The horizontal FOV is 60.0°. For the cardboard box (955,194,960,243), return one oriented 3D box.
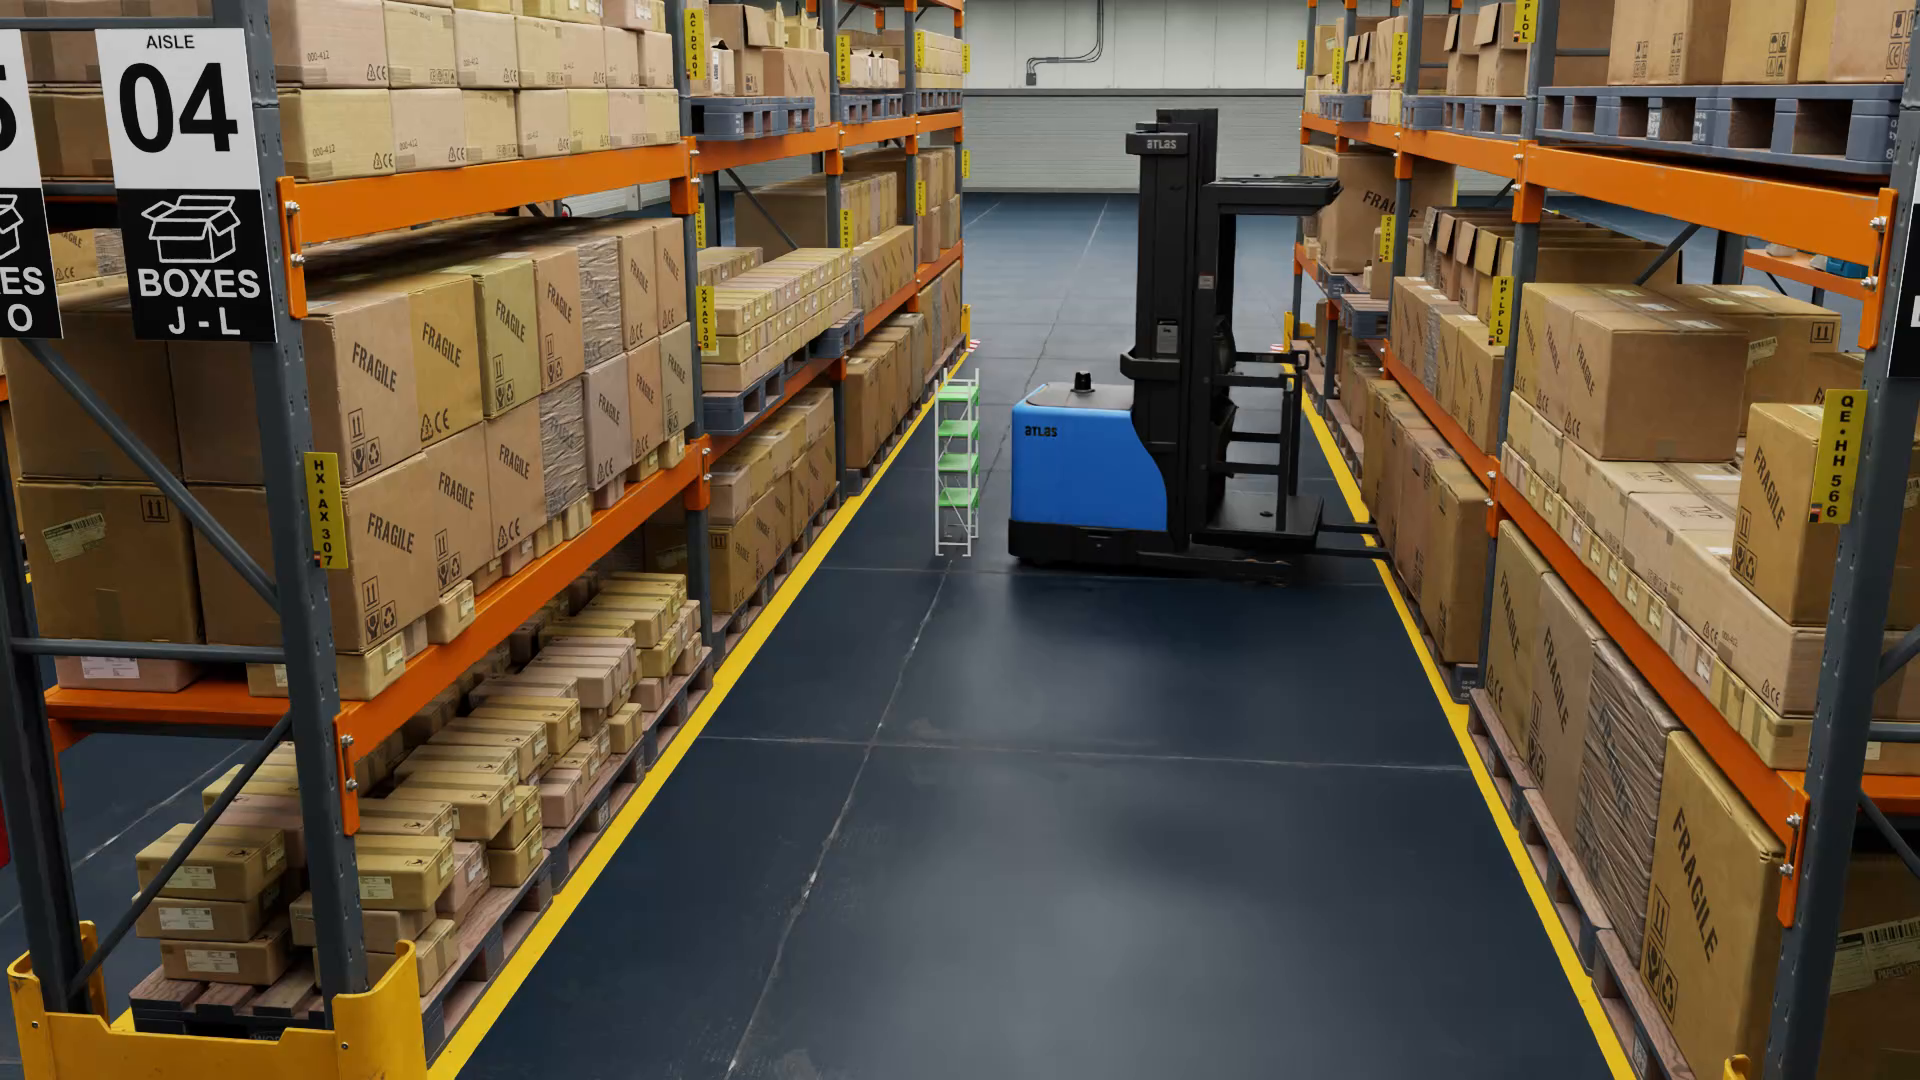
[{"bbox_3d":[-0.469,-3.802,19.688,0.875,0.550,0.550,2,15,6],"label":"cardboard box"}]

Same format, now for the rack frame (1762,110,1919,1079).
[{"bbox_3d":[2.640,0.495,4.084,1.000,3.000,0.127,2,15,6],"label":"rack frame"}]

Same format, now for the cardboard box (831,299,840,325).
[{"bbox_3d":[-1.032,-1.561,11.365,0.380,0.149,0.250,2,15,7],"label":"cardboard box"}]

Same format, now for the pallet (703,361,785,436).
[{"bbox_3d":[-1.595,-0.816,9.300,1.003,0.211,1.213,2,15,6],"label":"pallet"}]

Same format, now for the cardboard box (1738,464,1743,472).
[{"bbox_3d":[3.128,-0.093,5.978,0.500,0.250,0.500,1,15,5],"label":"cardboard box"}]

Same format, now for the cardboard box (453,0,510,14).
[{"bbox_3d":[-1.788,-1.896,5.747,0.380,0.149,0.250,2,15,8],"label":"cardboard box"}]

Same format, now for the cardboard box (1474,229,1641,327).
[{"bbox_3d":[3.244,-1.418,9.048,0.797,0.503,0.637,2,15,7],"label":"cardboard box"}]

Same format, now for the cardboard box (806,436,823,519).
[{"bbox_3d":[-1.251,-0.435,11.509,0.500,0.500,0.500,2,15,9],"label":"cardboard box"}]

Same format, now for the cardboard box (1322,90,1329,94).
[{"bbox_3d":[3.907,-4.386,16.677,0.500,0.250,0.500,2,15,6],"label":"cardboard box"}]

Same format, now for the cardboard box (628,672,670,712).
[{"bbox_3d":[-1.610,0.706,7.962,0.380,0.149,0.250,1,15,4],"label":"cardboard box"}]

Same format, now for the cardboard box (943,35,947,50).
[{"bbox_3d":[-0.345,-5.297,17.714,0.380,0.149,0.250,2,15,7],"label":"cardboard box"}]

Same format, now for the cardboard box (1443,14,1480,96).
[{"bbox_3d":[3.545,-3.120,10.705,0.797,0.503,0.637,3,15,10],"label":"cardboard box"}]

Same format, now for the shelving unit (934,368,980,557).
[{"bbox_3d":[-0.019,-0.536,11.347,0.258,1.200,0.503,2,15,6],"label":"shelving unit"}]

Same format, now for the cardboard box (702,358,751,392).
[{"bbox_3d":[-1.324,-0.885,8.864,0.380,0.149,0.250,1,15,4],"label":"cardboard box"}]

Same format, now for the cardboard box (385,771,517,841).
[{"bbox_3d":[-1.813,0.947,5.932,0.380,0.149,0.250,2,15,6],"label":"cardboard box"}]

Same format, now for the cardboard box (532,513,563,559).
[{"bbox_3d":[-1.790,-0.036,6.531,0.380,0.149,0.250,2,15,8],"label":"cardboard box"}]

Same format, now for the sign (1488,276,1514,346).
[{"bbox_3d":[2.551,-1.076,7.830,0.100,0.325,0.005,2,15,6],"label":"sign"}]

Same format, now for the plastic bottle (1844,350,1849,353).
[{"bbox_3d":[8.759,-1.714,16.486,0.144,0.351,0.185,2,15,6],"label":"plastic bottle"}]

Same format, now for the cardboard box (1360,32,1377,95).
[{"bbox_3d":[3.737,-3.954,13.791,0.797,0.503,0.637,2,15,9],"label":"cardboard box"}]

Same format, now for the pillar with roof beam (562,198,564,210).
[{"bbox_3d":[-4.999,-11.375,36.491,9.100,9.000,0.400,2,15,6],"label":"pillar with roof beam"}]

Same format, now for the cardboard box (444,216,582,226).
[{"bbox_3d":[-2.119,-1.279,7.969,0.500,0.500,0.500,2,15,8],"label":"cardboard box"}]

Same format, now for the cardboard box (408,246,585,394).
[{"bbox_3d":[-1.777,-0.858,6.411,0.500,0.500,0.500,1,15,4],"label":"cardboard box"}]

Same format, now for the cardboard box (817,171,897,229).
[{"bbox_3d":[-0.973,-3.191,15.611,0.700,0.500,0.500,1,15,5],"label":"cardboard box"}]

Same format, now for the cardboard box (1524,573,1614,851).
[{"bbox_3d":[2.836,0.683,6.656,0.875,0.875,0.875,2,15,6],"label":"cardboard box"}]

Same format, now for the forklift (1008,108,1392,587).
[{"bbox_3d":[1.897,-1.270,10.742,3.031,2.935,1.130,4,16,15],"label":"forklift"}]

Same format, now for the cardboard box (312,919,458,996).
[{"bbox_3d":[-1.900,1.370,5.506,0.380,0.149,0.250,2,15,7],"label":"cardboard box"}]

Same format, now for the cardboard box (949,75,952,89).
[{"bbox_3d":[-0.287,-5.044,18.309,0.380,0.149,0.250,1,15,5],"label":"cardboard box"}]

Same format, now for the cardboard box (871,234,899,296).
[{"bbox_3d":[-0.830,-2.432,14.719,0.500,0.500,0.500,2,15,7],"label":"cardboard box"}]

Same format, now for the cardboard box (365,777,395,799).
[{"bbox_3d":[-2.312,1.006,6.282,0.380,0.149,0.250,2,15,6],"label":"cardboard box"}]

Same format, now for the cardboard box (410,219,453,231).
[{"bbox_3d":[-5.526,-3.207,17.014,0.500,0.500,0.500,2,15,6],"label":"cardboard box"}]

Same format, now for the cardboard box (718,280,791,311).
[{"bbox_3d":[-1.209,-1.442,9.785,0.380,0.149,0.250,2,15,6],"label":"cardboard box"}]

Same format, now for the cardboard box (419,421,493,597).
[{"bbox_3d":[-1.917,-0.117,5.586,0.500,0.500,0.500,2,15,6],"label":"cardboard box"}]

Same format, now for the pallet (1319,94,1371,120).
[{"bbox_3d":[3.818,-3.818,14.647,1.213,0.211,1.003,2,15,6],"label":"pallet"}]

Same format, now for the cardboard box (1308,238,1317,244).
[{"bbox_3d":[4.078,-3.272,18.498,0.380,0.149,0.250,2,15,6],"label":"cardboard box"}]

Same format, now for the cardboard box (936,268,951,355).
[{"bbox_3d":[-0.580,-2.598,18.789,0.875,0.875,0.875,1,15,5],"label":"cardboard box"}]

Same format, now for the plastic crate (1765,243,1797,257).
[{"bbox_3d":[8.946,-3.159,18.103,0.298,0.136,0.250,2,15,6],"label":"plastic crate"}]

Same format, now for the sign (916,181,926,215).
[{"bbox_3d":[-0.383,-3.297,16.041,0.100,0.325,0.005,2,15,6],"label":"sign"}]

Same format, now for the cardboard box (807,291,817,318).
[{"bbox_3d":[-1.121,-1.501,10.573,0.380,0.149,0.250,2,15,8],"label":"cardboard box"}]

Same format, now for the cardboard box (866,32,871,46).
[{"bbox_3d":[-1.112,-5.052,16.809,0.380,0.149,0.250,2,15,7],"label":"cardboard box"}]

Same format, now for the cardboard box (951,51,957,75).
[{"bbox_3d":[-0.307,-5.332,18.610,0.500,0.250,0.500,2,15,6],"label":"cardboard box"}]

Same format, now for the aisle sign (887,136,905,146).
[{"bbox_3d":[-0.762,-5.109,19.830,0.394,0.787,0.004,2,15,6],"label":"aisle sign"}]

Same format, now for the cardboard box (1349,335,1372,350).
[{"bbox_3d":[4.079,-1.716,16.245,0.500,0.500,0.500,1,15,5],"label":"cardboard box"}]

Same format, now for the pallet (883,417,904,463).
[{"bbox_3d":[-1.070,-0.924,14.674,1.003,0.211,1.213,2,15,6],"label":"pallet"}]

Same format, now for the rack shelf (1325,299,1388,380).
[{"bbox_3d":[3.768,-1.751,13.770,1.077,0.370,4.000,2,15,6],"label":"rack shelf"}]

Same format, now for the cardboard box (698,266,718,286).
[{"bbox_3d":[-1.766,-1.666,10.612,0.380,0.149,0.250,2,15,8],"label":"cardboard box"}]

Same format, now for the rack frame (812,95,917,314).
[{"bbox_3d":[-0.923,-2.789,16.231,1.000,3.000,0.127,2,15,6],"label":"rack frame"}]

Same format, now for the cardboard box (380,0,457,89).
[{"bbox_3d":[-1.911,-1.536,5.178,0.500,0.250,0.500,2,15,6],"label":"cardboard box"}]

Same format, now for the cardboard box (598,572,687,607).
[{"bbox_3d":[-1.607,0.272,8.428,0.380,0.149,0.250,2,15,8],"label":"cardboard box"}]

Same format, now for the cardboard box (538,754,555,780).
[{"bbox_3d":[-1.874,0.882,6.739,0.380,0.149,0.250,2,15,9],"label":"cardboard box"}]

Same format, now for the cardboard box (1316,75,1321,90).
[{"bbox_3d":[4.020,-4.893,17.788,0.380,0.149,0.250,2,15,6],"label":"cardboard box"}]

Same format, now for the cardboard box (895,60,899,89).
[{"bbox_3d":[-0.844,-4.228,15.097,0.500,0.250,0.500,2,15,7],"label":"cardboard box"}]

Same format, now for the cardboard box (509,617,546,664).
[{"bbox_3d":[-2.147,0.460,7.732,0.380,0.149,0.250,1,15,5],"label":"cardboard box"}]

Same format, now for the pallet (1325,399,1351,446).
[{"bbox_3d":[3.907,-1.069,15.211,1.003,0.211,1.213,2,15,6],"label":"pallet"}]

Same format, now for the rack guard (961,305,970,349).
[{"bbox_3d":[-0.469,-2.626,20.417,1.175,0.500,0.348,2,15,6],"label":"rack guard"}]

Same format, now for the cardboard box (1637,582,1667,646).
[{"bbox_3d":[2.467,0.249,5.474,0.380,0.149,0.250,1,15,5],"label":"cardboard box"}]

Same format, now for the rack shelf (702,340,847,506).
[{"bbox_3d":[-1.600,-0.886,10.570,1.077,0.370,4.000,2,15,6],"label":"rack shelf"}]

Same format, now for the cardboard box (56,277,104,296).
[{"bbox_3d":[-6.198,-1.641,11.314,0.500,0.250,0.500,1,15,5],"label":"cardboard box"}]

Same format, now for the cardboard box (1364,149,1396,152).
[{"bbox_3d":[4.454,-3.790,17.256,0.500,0.500,0.500,2,15,6],"label":"cardboard box"}]
